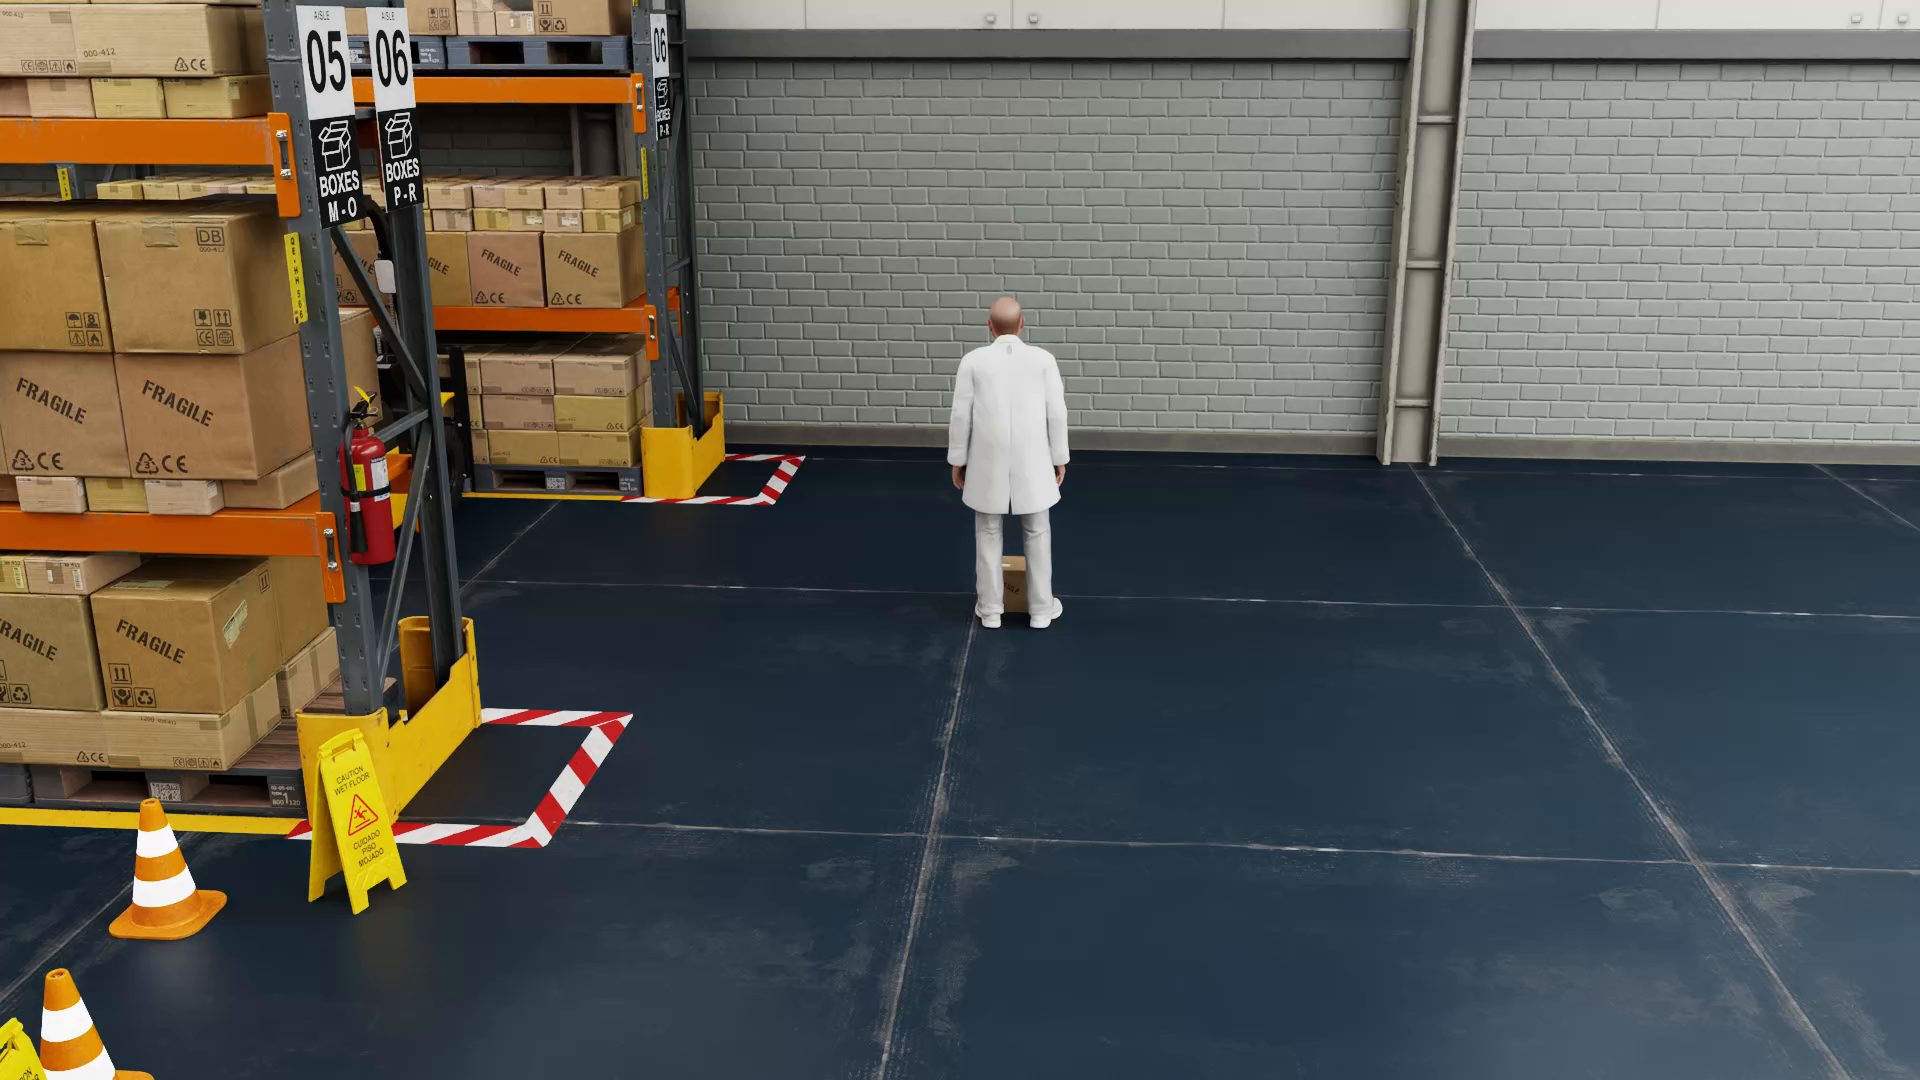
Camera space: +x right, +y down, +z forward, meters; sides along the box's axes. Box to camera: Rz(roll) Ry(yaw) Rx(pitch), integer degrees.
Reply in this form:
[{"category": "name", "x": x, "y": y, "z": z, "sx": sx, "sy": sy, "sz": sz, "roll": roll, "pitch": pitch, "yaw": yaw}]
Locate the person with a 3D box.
[{"category": "person", "x": 0.258, "y": -0.407, "z": 8.886, "sx": 0.653, "sy": 1.774, "sz": 0.423, "roll": 0, "pitch": 17, "yaw": 1}]
